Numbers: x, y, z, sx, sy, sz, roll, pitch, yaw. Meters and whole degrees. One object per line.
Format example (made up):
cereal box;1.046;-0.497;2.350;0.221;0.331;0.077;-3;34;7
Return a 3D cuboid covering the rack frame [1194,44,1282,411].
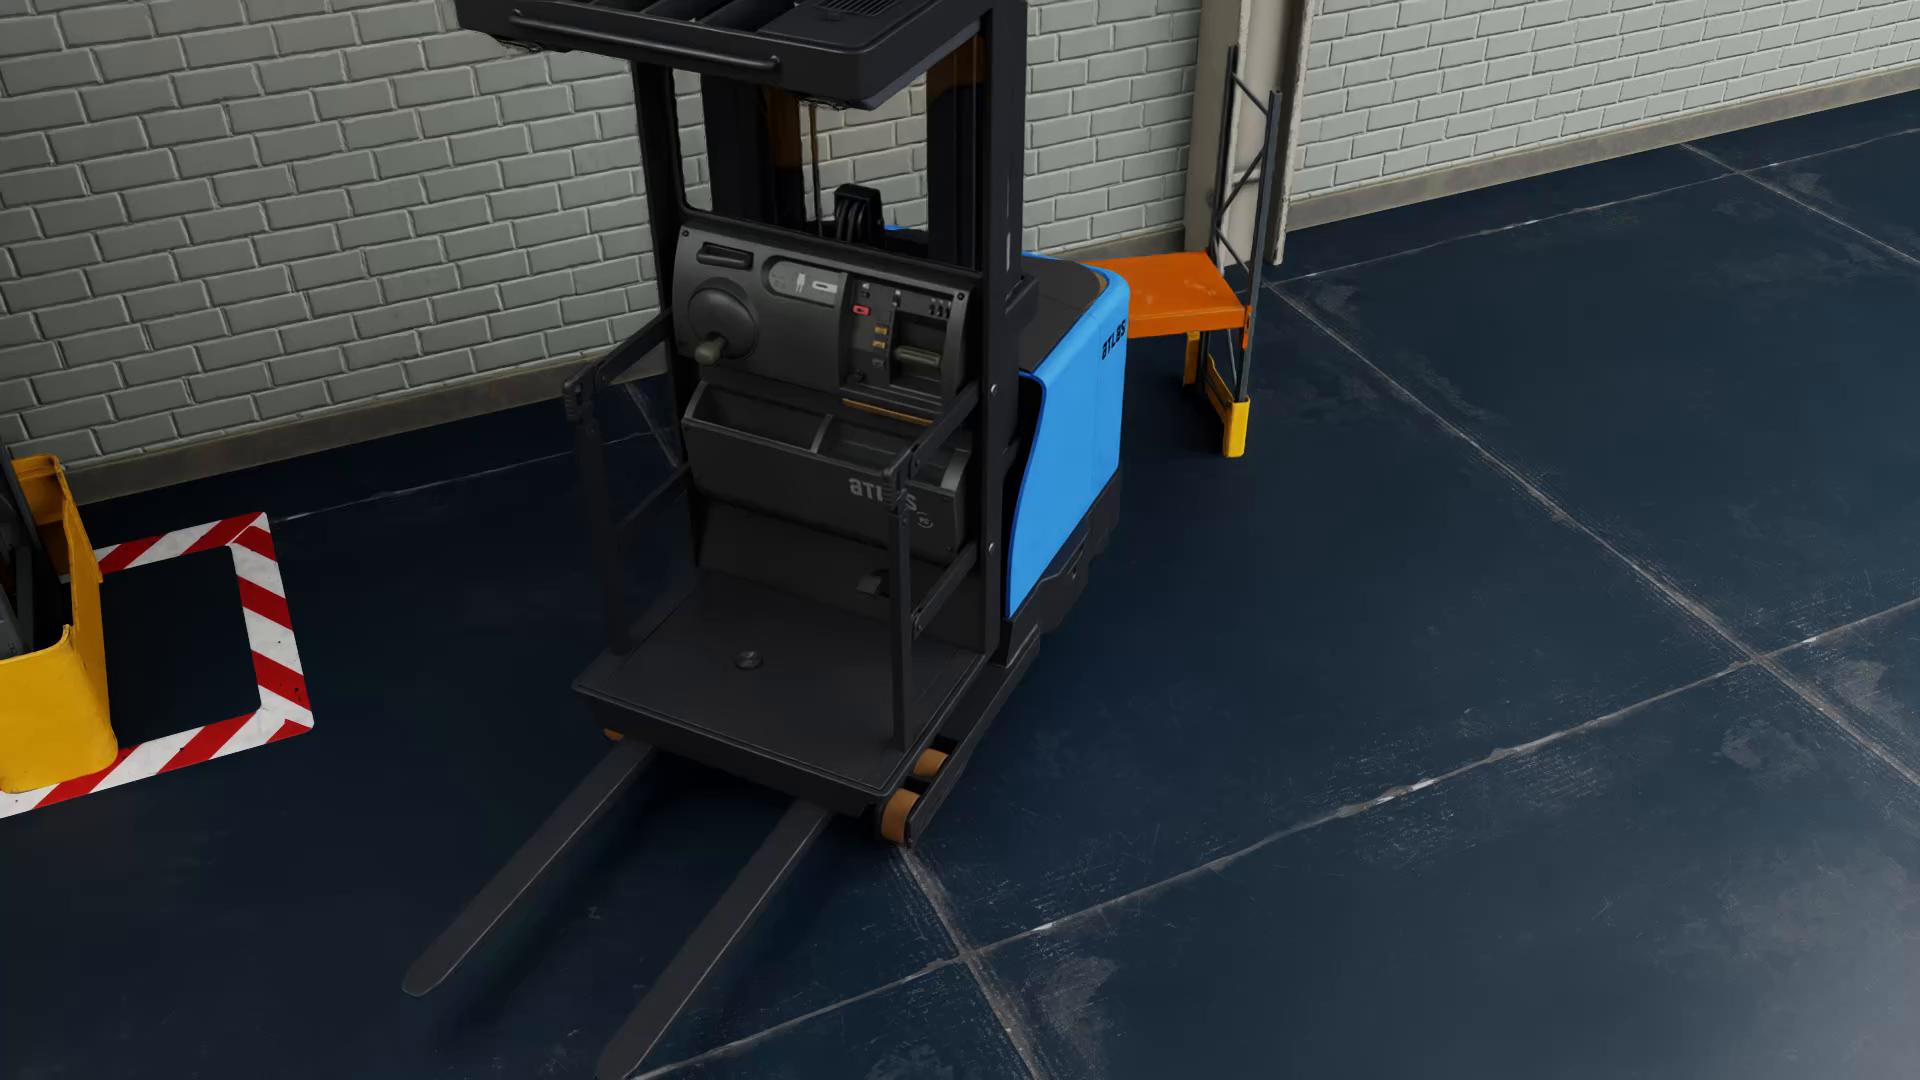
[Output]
rack frame;1.071;-1.113;6.492;0.032;1.500;0.500;-7;37;-9

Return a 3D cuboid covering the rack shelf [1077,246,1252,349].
rack shelf;0.572;-0.908;6.518;1.000;0.185;0.538;-7;37;-9

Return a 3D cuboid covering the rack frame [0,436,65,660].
rack frame;-3.097;-0.752;4.746;0.127;3.000;1.000;-16;39;-20

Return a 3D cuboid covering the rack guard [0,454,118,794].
rack guard;-3.075;0.246;5.499;0.348;0.500;1.175;-16;39;-20

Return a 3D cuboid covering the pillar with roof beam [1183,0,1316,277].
pillar with roof beam;3.150;-2.669;2.294;0.400;9.000;9.100;-16;39;-20

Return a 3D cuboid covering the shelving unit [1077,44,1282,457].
shelving unit;0.563;-1.052;6.409;1.083;1.500;0.587;-7;37;-9

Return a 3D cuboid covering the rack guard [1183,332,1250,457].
rack guard;1.052;-0.609;6.861;0.087;0.250;0.587;-7;37;-9

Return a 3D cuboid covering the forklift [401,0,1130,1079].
forklift;-0.495;-0.561;4.546;1.130;2.935;3.031;16;39;20
